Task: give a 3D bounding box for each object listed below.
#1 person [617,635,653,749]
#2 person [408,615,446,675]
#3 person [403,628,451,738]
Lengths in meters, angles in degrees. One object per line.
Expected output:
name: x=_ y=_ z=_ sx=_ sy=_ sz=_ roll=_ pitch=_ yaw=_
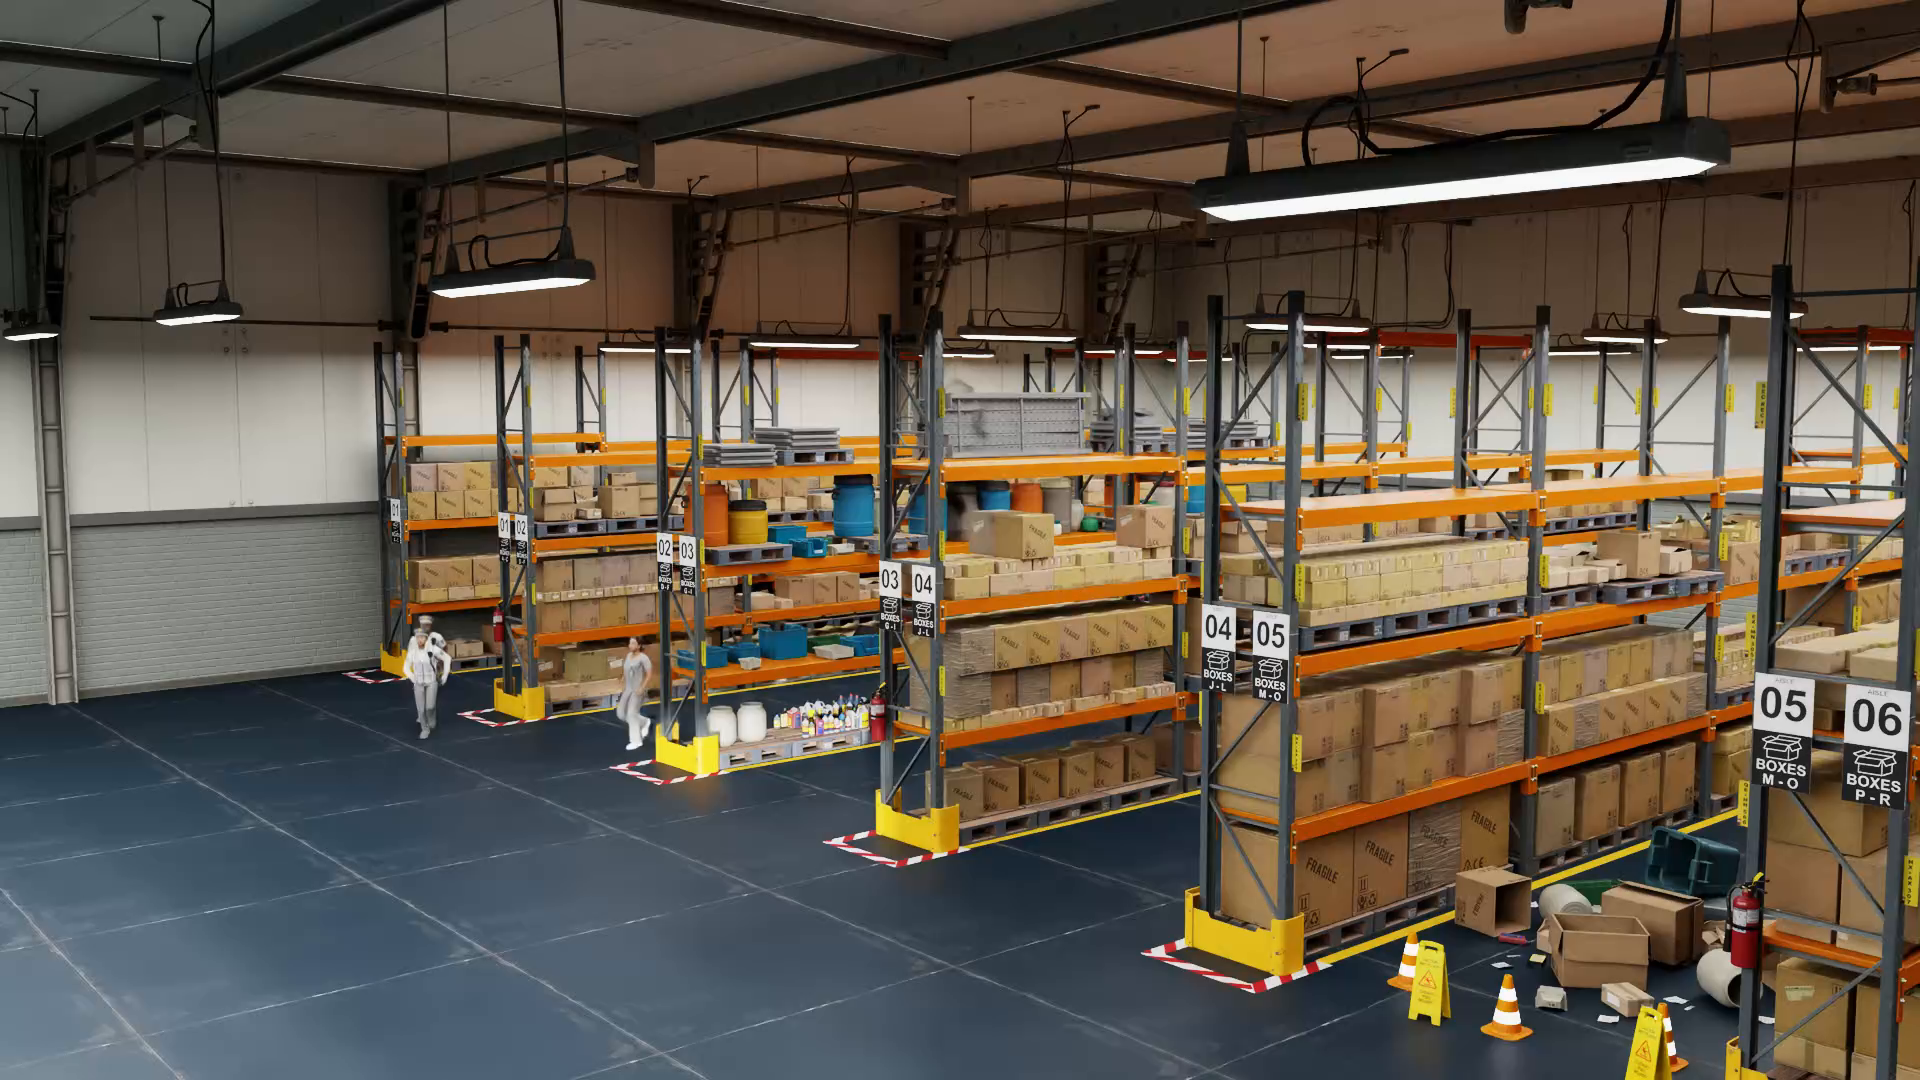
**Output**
person: x=-4.672 y=2.183 z=23.968 sx=0.595 sy=1.639 sz=0.535 roll=5 pitch=7 yaw=41
person: x=-8.175 y=1.932 z=25.470 sx=0.541 sy=1.586 sz=0.595 roll=0 pitch=5 yaw=-4
person: x=-7.872 y=2.114 z=24.517 sx=0.652 sy=1.656 sz=0.637 roll=-1 pitch=5 yaw=-7
